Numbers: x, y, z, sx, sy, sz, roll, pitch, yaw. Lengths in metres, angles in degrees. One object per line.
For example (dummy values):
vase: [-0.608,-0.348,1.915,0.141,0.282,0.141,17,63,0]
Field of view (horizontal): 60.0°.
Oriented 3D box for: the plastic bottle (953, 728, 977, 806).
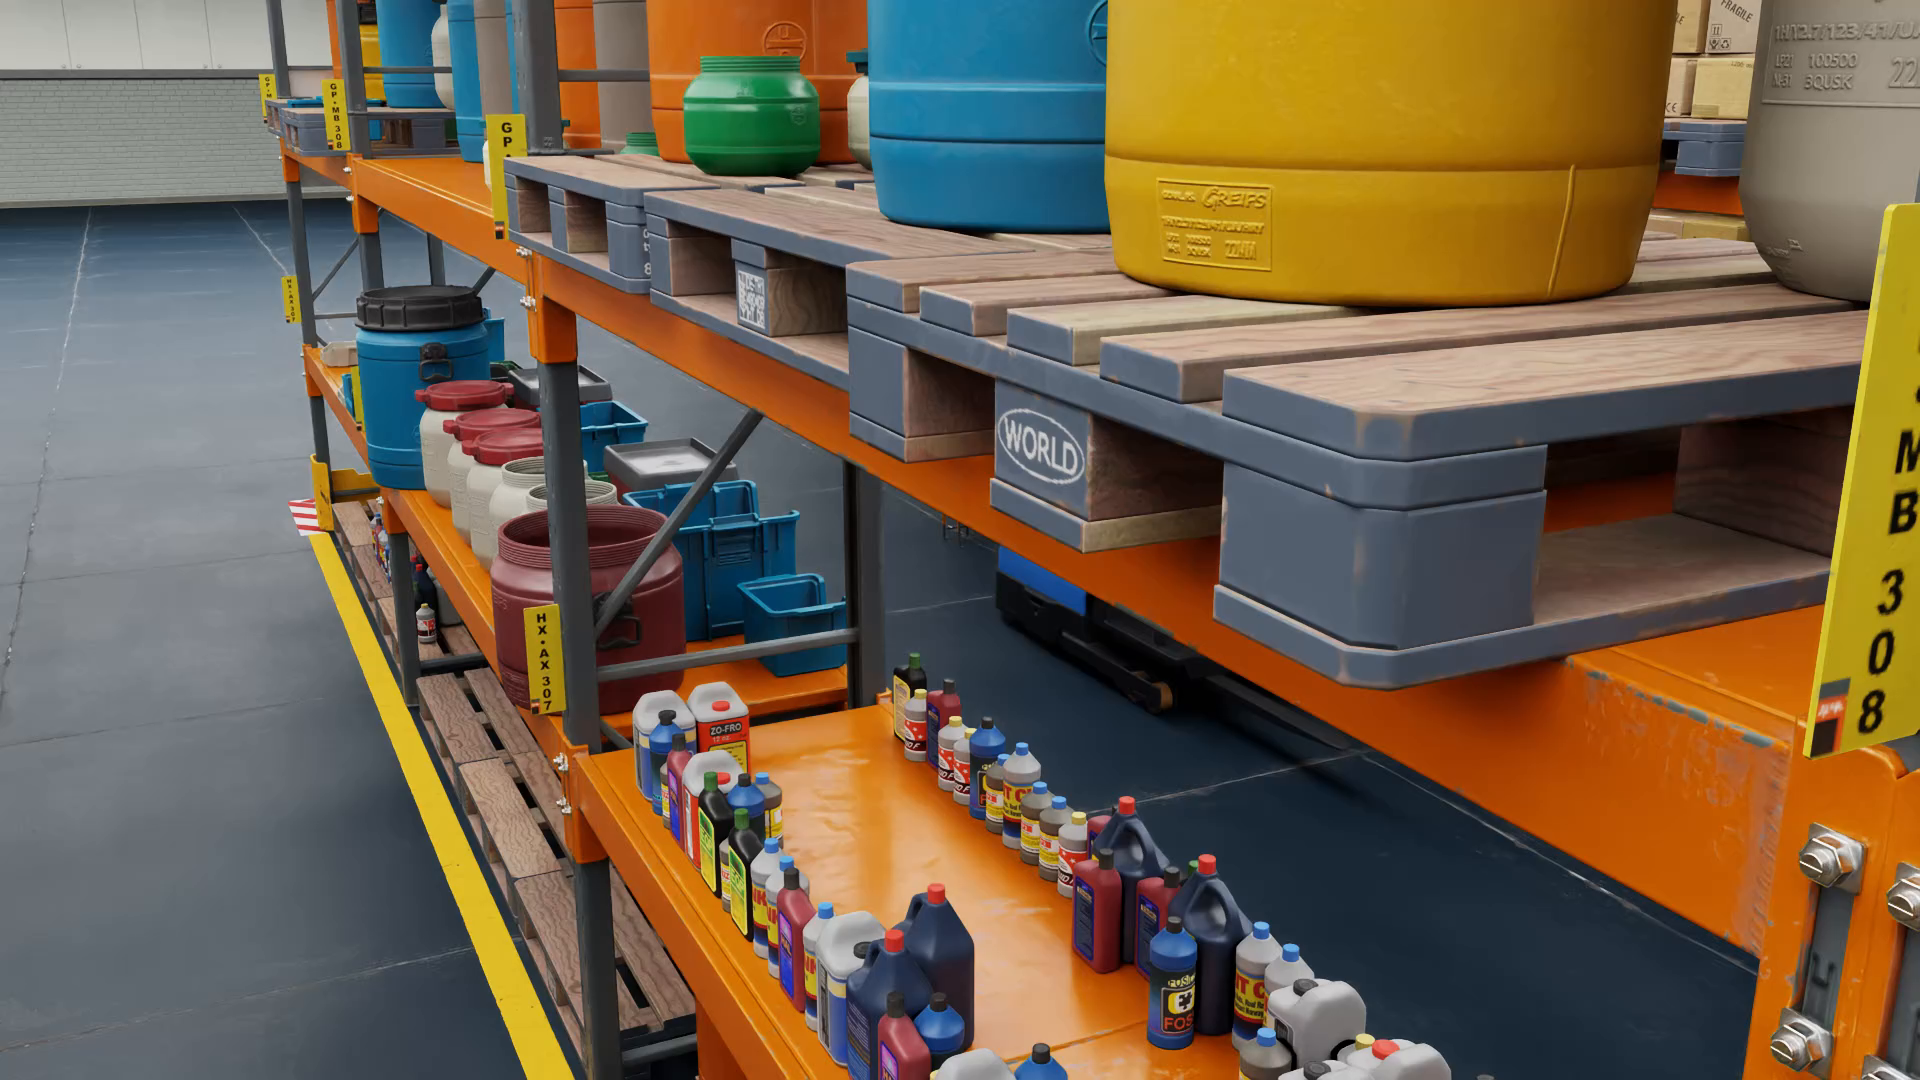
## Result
plastic bottle: [0.030,0.613,4.535,0.097,0.201,0.097,0,16,0]

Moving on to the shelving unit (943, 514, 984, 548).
shelving unit: [0.023,-0.491,11.560,0.215,1.050,0.252,-8,18,-25]

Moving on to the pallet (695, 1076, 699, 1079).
pallet: [-0.325,1.888,4.789,1.003,0.211,1.213,-8,18,-25]

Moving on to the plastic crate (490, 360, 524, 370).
plastic crate: [-2.802,-0.904,9.846,0.450,0.188,0.662,-8,18,-25]

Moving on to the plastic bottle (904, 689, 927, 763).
plastic bottle: [-0.113,0.532,4.818,0.097,0.201,0.097,0,16,0]

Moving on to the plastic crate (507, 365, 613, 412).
plastic crate: [-1.974,-0.582,8.226,0.402,0.464,0.583,-8,18,-25]

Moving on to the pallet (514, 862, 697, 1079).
pallet: [-1.013,1.501,6.139,1.003,0.211,1.213,-8,18,-25]

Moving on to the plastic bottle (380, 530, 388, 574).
plastic bottle: [-3.505,0.070,10.216,0.097,0.271,0.097,0,16,0]

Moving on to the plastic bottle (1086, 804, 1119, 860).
plastic bottle: [0.353,0.745,3.927,0.061,0.283,0.133,-8,18,-25]

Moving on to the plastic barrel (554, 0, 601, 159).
plastic barrel: [-1.160,-1.683,5.961,0.600,0.830,0.708,-8,18,-25]

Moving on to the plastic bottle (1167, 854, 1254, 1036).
plastic bottle: [0.525,0.836,3.488,0.144,0.351,0.185,-8,18,-25]

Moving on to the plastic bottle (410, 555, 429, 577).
plastic bottle: [-3.086,0.255,9.430,0.144,0.351,0.185,-9,18,-28]

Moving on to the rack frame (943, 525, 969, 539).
rack frame: [-0.030,-0.522,11.665,0.200,1.050,0.008,-8,18,-25]

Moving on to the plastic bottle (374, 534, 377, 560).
plastic bottle: [-3.654,0.020,10.519,0.097,0.201,0.097,0,16,0]

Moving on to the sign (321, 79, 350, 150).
sign: [-2.960,-2.017,7.887,0.100,0.325,0.005,-8,18,-25]

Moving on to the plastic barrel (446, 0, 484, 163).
plastic barrel: [-2.043,-2.218,7.694,0.600,0.901,0.708,-8,18,-25]

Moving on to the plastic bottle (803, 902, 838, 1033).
plastic bottle: [-0.277,0.884,3.466,0.097,0.271,0.097,0,16,0]

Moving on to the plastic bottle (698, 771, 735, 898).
plastic bottle: [-0.589,0.713,4.040,0.061,0.283,0.133,-8,18,-25]

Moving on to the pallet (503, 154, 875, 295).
pallet: [-0.461,-0.792,3.979,1.003,0.211,1.213,-8,18,-25]

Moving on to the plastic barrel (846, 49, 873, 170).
plastic barrel: [-0.107,-0.972,3.751,0.301,0.262,0.301,0,16,0]

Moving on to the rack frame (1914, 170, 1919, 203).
rack frame: [1.044,-1.535,0.785,1.000,3.000,0.127,-8,18,-25]

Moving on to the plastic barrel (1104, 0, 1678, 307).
plastic barrel: [0.462,-0.587,1.818,0.600,0.588,0.600,0,16,0]

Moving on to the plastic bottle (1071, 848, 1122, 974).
plastic bottle: [0.304,0.809,3.707,0.061,0.283,0.133,-8,18,-25]

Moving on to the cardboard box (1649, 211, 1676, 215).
cardboard box: [5.525,-2.459,13.758,0.500,0.500,0.500,-8,18,-26]

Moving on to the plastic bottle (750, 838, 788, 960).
plastic bottle: [-0.421,0.802,3.750,0.097,0.271,0.097,0,16,0]

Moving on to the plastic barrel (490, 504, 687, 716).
plastic barrel: [-1.184,0.213,5.323,0.600,0.536,0.708,-8,18,-25]

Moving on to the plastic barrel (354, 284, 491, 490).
plastic barrel: [-2.564,-0.743,7.994,0.600,0.901,0.708,-8,18,-25]

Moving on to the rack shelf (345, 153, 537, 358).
rack shelf: [-1.585,-1.235,6.482,1.077,0.370,4.000,-8,18,-25]

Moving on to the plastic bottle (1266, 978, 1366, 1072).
plastic bottle: [0.676,0.961,3.190,0.152,0.276,0.135,-8,18,-25]

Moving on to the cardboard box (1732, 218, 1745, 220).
cardboard box: [6.427,-2.272,13.105,0.500,0.500,0.500,-8,18,-26]

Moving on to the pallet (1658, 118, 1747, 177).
pallet: [3.368,-1.749,7.312,1.213,0.211,1.003,-7,17,-22]

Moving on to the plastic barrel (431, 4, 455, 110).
plastic barrel: [-2.473,-2.463,8.492,0.421,0.512,0.421,0,16,0]

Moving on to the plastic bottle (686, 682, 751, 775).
plastic bottle: [-0.673,0.545,4.640,0.152,0.276,0.135,-8,18,-25]

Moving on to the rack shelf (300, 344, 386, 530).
rack shelf: [-3.337,-0.785,10.352,1.077,0.370,4.000,-8,18,-25]

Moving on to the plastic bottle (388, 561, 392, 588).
plastic bottle: [-3.371,0.180,9.962,0.097,0.201,0.097,0,16,0]

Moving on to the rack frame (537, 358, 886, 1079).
rack frame: [-0.708,0.357,5.068,1.000,3.000,0.127,-8,18,-25]

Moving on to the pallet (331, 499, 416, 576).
pallet: [-3.786,-0.071,11.615,1.003,0.211,1.213,-8,18,-25]

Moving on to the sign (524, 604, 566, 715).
sign: [-1.200,0.347,4.808,0.100,0.325,0.005,-8,18,-25]

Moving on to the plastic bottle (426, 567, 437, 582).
plastic bottle: [-2.964,0.266,9.525,0.152,0.276,0.135,-8,18,-25]

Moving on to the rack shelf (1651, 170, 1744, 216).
rack shelf: [2.870,-1.832,8.565,1.077,0.370,4.000,-8,18,-25]

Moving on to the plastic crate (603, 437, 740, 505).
plastic crate: [-1.141,-0.111,6.585,0.402,0.464,0.583,-8,18,-25]

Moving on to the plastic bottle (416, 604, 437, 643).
plastic bottle: [-2.900,0.447,9.032,0.097,0.201,0.097,0,16,0]

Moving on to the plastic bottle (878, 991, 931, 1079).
plastic bottle: [-0.103,0.988,3.081,0.061,0.283,0.133,-8,18,-25]

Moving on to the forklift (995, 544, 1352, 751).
forklift: [1.343,-0.649,8.698,1.130,2.935,3.031,-8,18,-26]

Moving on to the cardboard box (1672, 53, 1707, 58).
cardboard box: [5.792,-3.554,13.041,0.500,0.500,0.500,-9,18,-30]

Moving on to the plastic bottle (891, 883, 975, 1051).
plastic bottle: [-0.058,0.859,3.407,0.144,0.351,0.185,-8,18,-25]

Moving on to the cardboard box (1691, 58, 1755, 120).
cardboard box: [3.497,-1.918,7.068,0.500,0.250,0.500,-9,18,-29]

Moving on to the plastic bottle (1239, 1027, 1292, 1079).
plastic bottle: [0.573,1.016,3.132,0.097,0.201,0.097,0,16,0]

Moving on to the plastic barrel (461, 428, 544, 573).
plastic barrel: [-1.728,-0.147,6.579,0.433,0.535,0.433,0,16,0]

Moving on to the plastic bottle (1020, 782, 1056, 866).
plastic bottle: [0.201,0.710,4.199,0.097,0.201,0.097,0,16,0]

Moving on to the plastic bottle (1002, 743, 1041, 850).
plastic bottle: [0.158,0.652,4.273,0.097,0.271,0.097,0,16,0]

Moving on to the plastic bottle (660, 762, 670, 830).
plastic bottle: [-0.741,0.655,4.390,0.097,0.201,0.097,0,16,0]

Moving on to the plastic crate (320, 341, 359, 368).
plastic crate: [-4.110,-1.239,11.108,0.298,0.136,0.250,-8,18,-25]
